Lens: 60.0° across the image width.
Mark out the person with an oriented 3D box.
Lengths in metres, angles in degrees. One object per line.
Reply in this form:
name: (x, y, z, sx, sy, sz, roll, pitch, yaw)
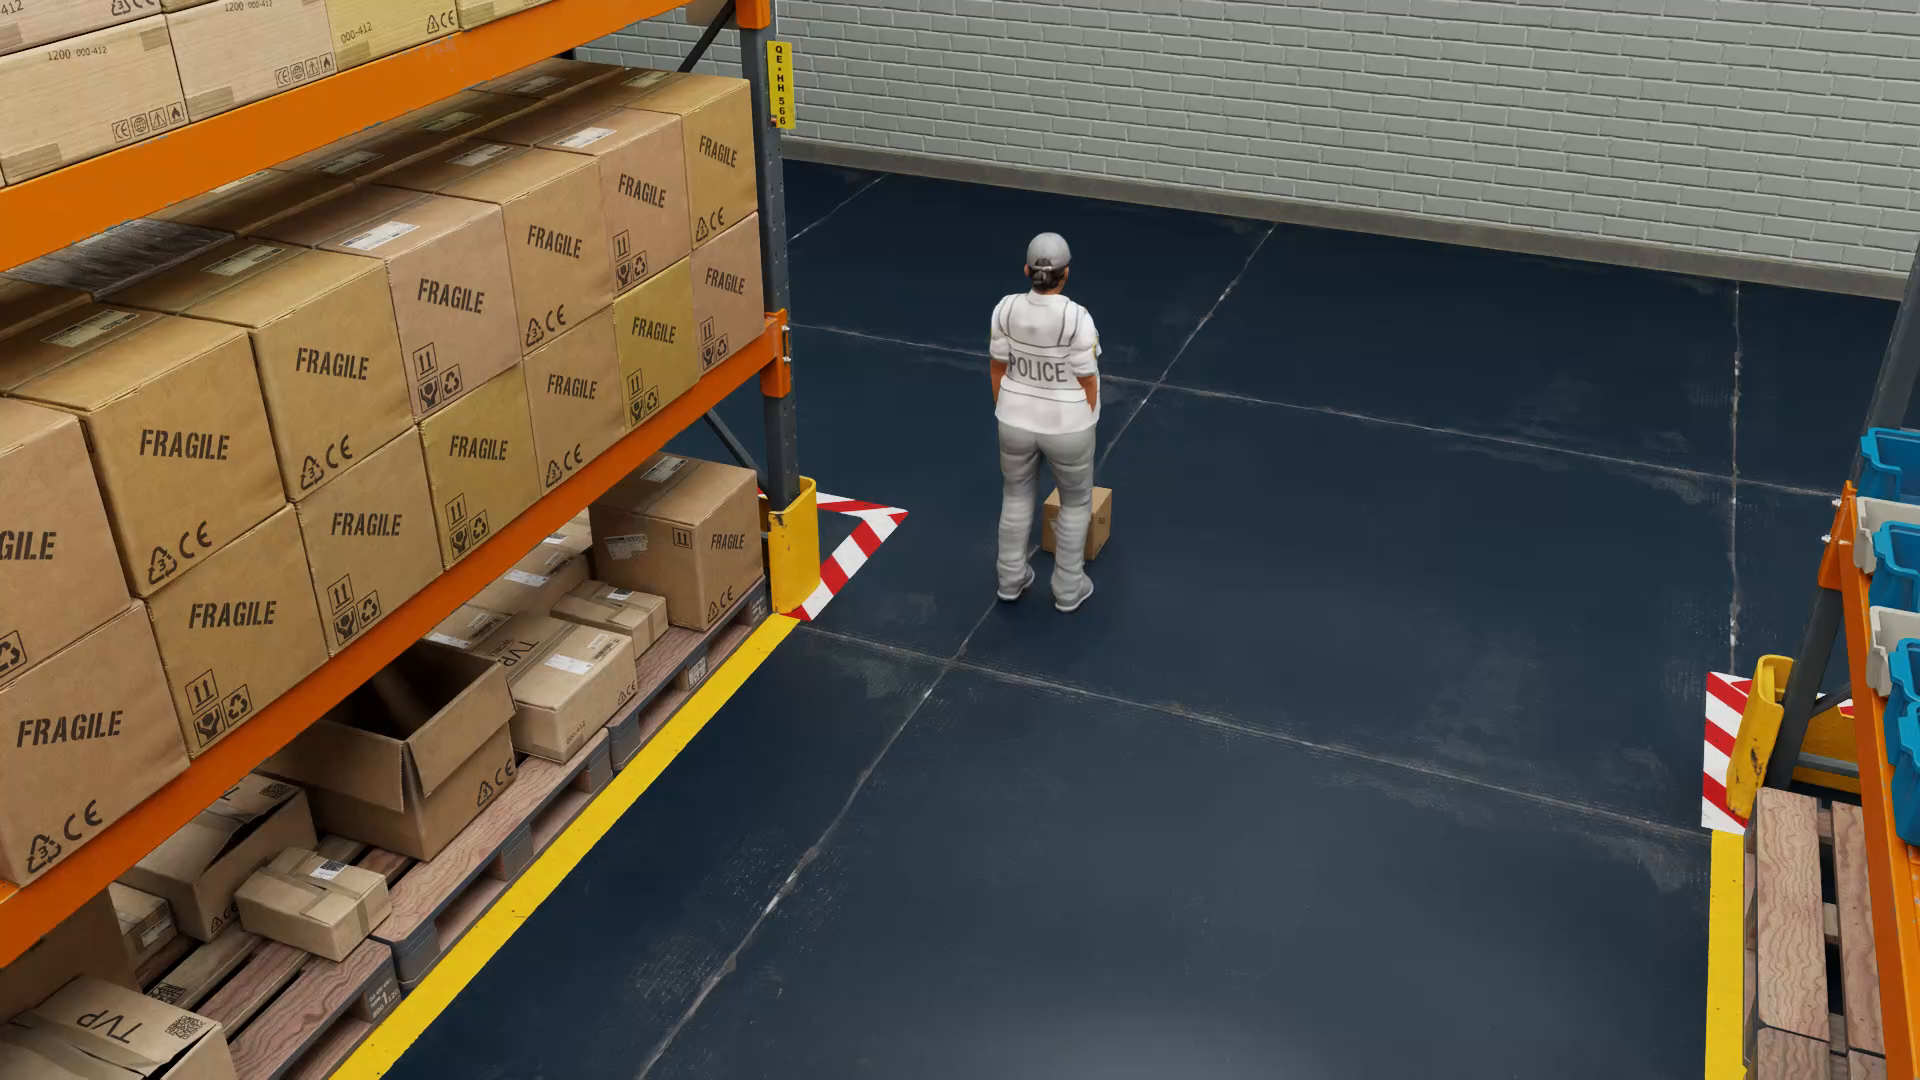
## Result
person: (0.355, -0.488, 6.990, 0.469, 1.659, 0.389, 12, 32, 20)
